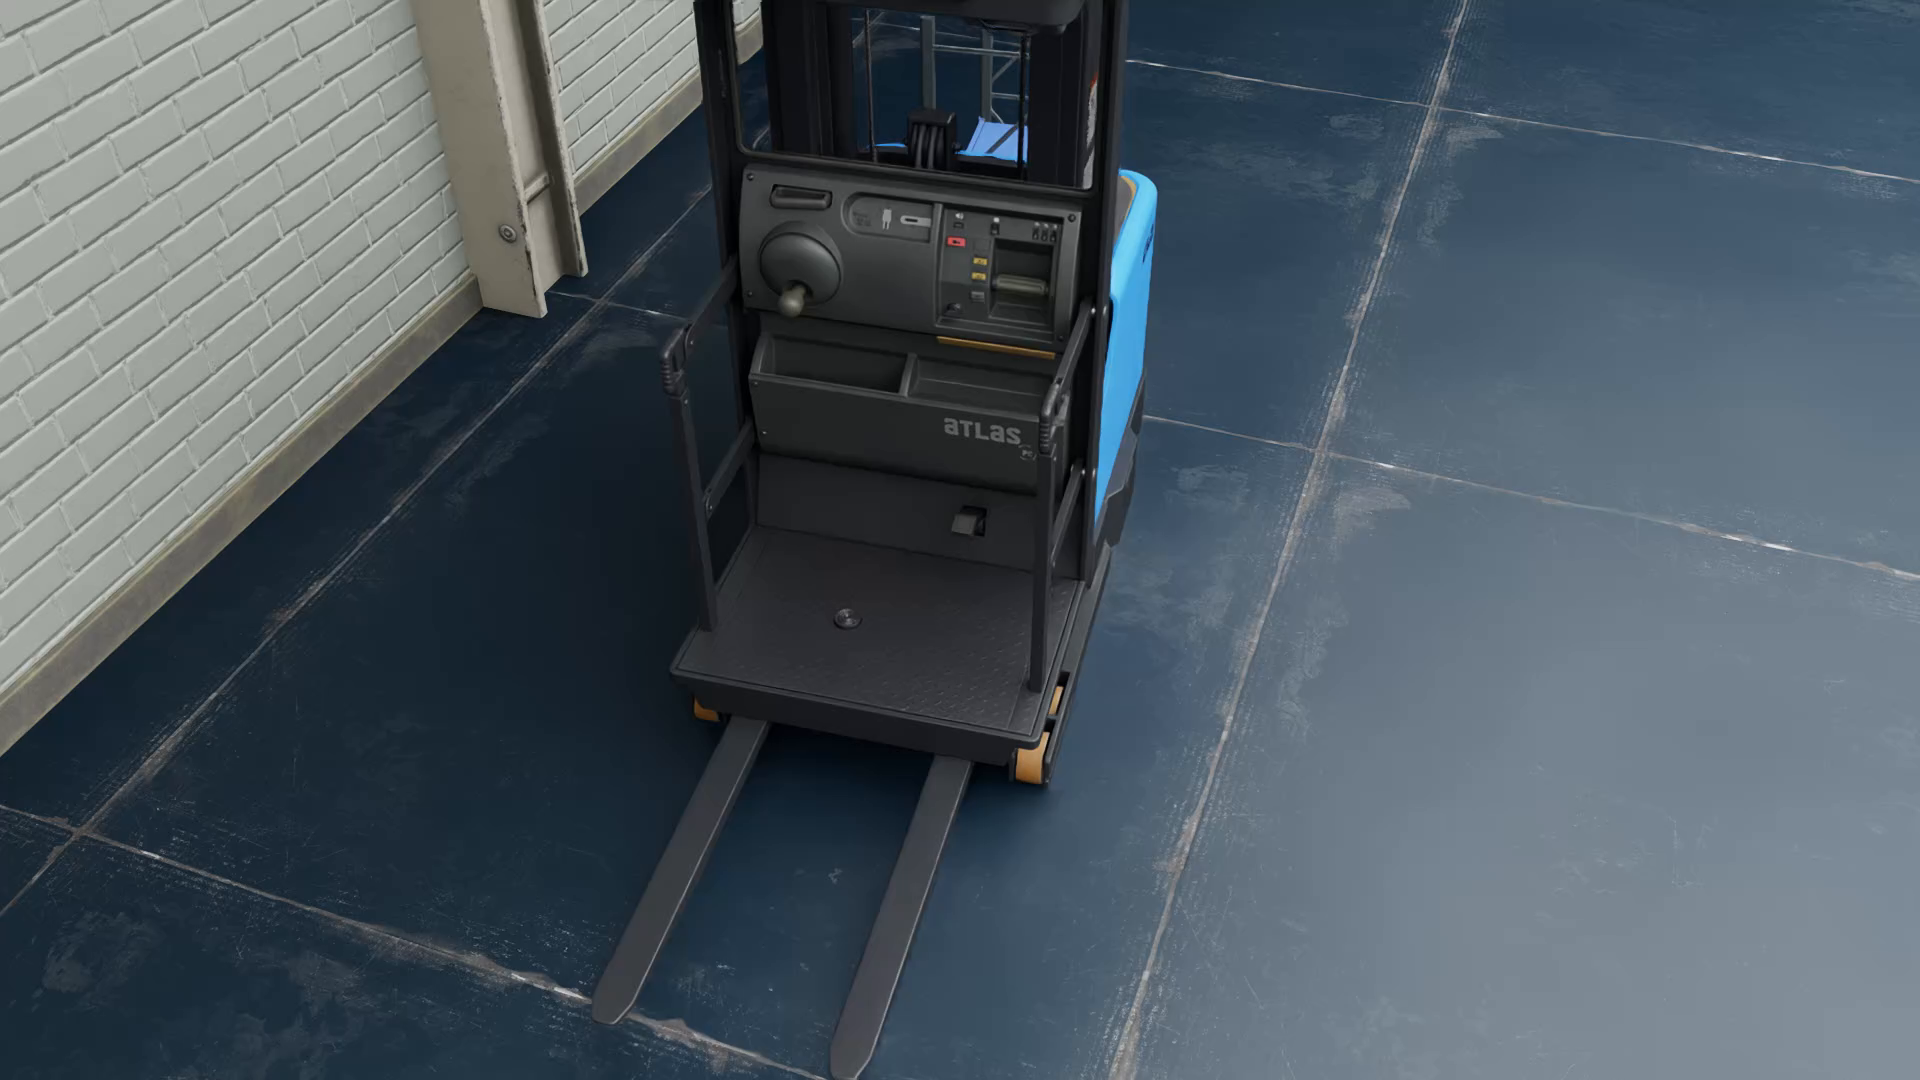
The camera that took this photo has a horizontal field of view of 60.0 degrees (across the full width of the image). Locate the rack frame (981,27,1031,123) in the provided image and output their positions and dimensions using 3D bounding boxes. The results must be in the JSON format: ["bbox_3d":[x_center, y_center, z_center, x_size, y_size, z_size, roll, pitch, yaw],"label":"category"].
[{"bbox_3d":[0.331,-1.762,6.660,0.500,1.500,0.032,8,41,9],"label":"rack frame"}]

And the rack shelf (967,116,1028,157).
[{"bbox_3d":[0.225,-1.302,6.398,0.538,0.185,1.000,8,41,9],"label":"rack shelf"}]

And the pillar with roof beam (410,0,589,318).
[{"bbox_3d":[2.251,-3.531,2.955,9.100,9.000,0.400,13,42,15],"label":"pillar with roof beam"}]

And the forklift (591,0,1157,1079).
[{"bbox_3d":[-0.194,-0.676,4.284,1.130,2.935,3.031,10,41,11],"label":"forklift"}]

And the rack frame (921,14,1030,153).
[{"bbox_3d":[0.118,-1.117,5.903,0.500,1.500,0.032,8,41,9],"label":"rack frame"}]

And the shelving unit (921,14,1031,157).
[{"bbox_3d":[0.225,-1.439,6.281,0.538,1.500,1.048,8,41,9],"label":"shelving unit"}]
